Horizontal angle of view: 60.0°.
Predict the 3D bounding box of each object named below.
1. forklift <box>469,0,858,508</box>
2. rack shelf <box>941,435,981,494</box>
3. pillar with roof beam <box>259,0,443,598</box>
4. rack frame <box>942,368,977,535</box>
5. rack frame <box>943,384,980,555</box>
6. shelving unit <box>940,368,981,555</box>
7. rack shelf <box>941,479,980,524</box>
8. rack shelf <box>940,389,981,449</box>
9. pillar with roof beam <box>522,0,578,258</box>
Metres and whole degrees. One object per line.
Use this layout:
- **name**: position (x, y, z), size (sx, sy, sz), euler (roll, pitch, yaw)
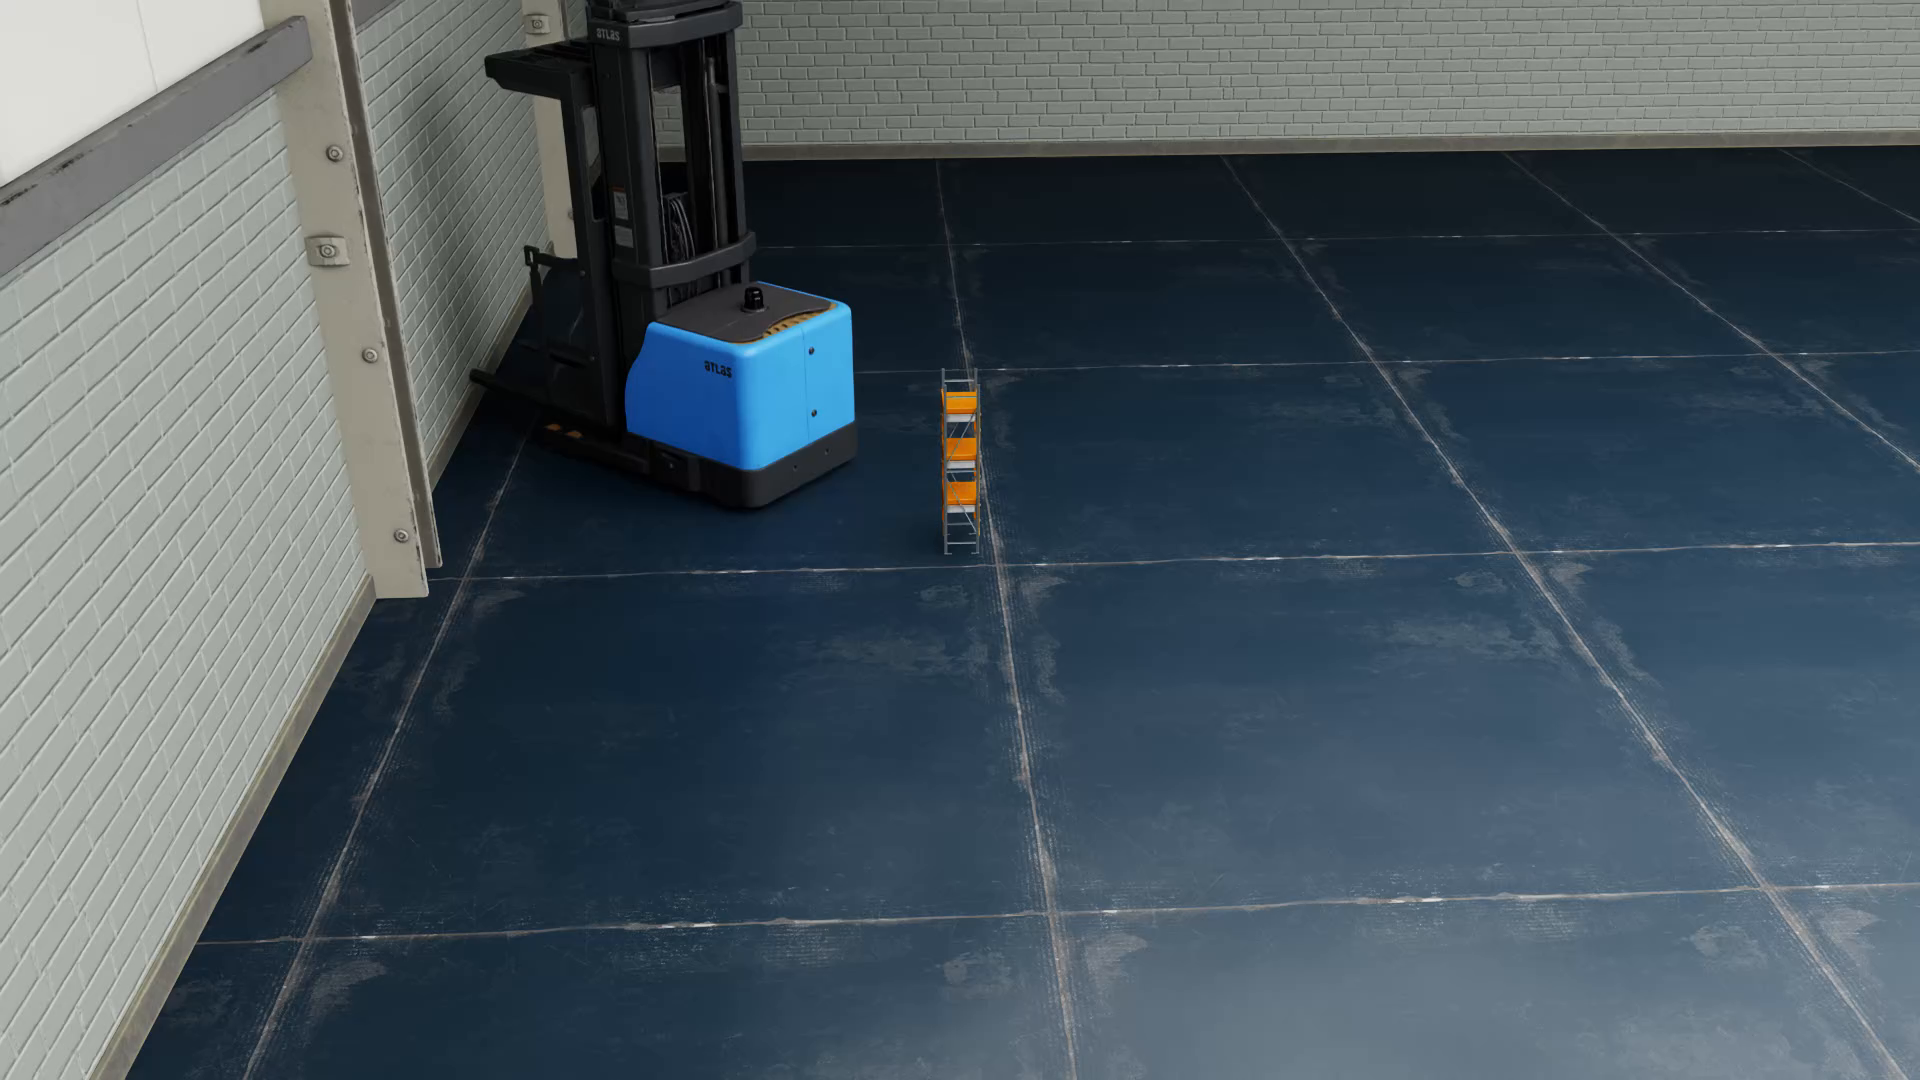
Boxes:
- **forklift**: position (-2.144, -2.017, 10.449), size (3.031, 2.935, 1.130), euler (19, 33, 31)
- **rack shelf**: position (0.003, -0.431, 9.465), size (0.215, 0.259, 0.240), euler (-1, 28, -3)
- **pillar with roof beam**: position (1.201, -3.868, 7.436), size (9.100, 9.000, 0.400), euler (-1, 28, -3)
- **rack frame**: position (-0.004, -0.497, 9.568), size (0.200, 1.050, 0.008), euler (-1, 28, -3)
- **rack frame**: position (0.009, -0.384, 9.352), size (0.200, 1.050, 0.008), euler (-1, 28, -3)
- **shelving unit**: position (0.003, -0.441, 9.460), size (0.215, 1.050, 0.252), euler (-1, 28, -3)
- **rack shelf**: position (0.003, -0.185, 9.593), size (0.215, 0.259, 0.240), euler (-1, 28, -3)
- **rack shelf**: position (0.003, -0.683, 9.334), size (0.215, 0.259, 0.240), euler (-1, 28, -3)
- **pillar with roof beam**: position (0.887, -6.639, 12.748), size (9.100, 9.000, 0.400), euler (-1, 28, -3)
